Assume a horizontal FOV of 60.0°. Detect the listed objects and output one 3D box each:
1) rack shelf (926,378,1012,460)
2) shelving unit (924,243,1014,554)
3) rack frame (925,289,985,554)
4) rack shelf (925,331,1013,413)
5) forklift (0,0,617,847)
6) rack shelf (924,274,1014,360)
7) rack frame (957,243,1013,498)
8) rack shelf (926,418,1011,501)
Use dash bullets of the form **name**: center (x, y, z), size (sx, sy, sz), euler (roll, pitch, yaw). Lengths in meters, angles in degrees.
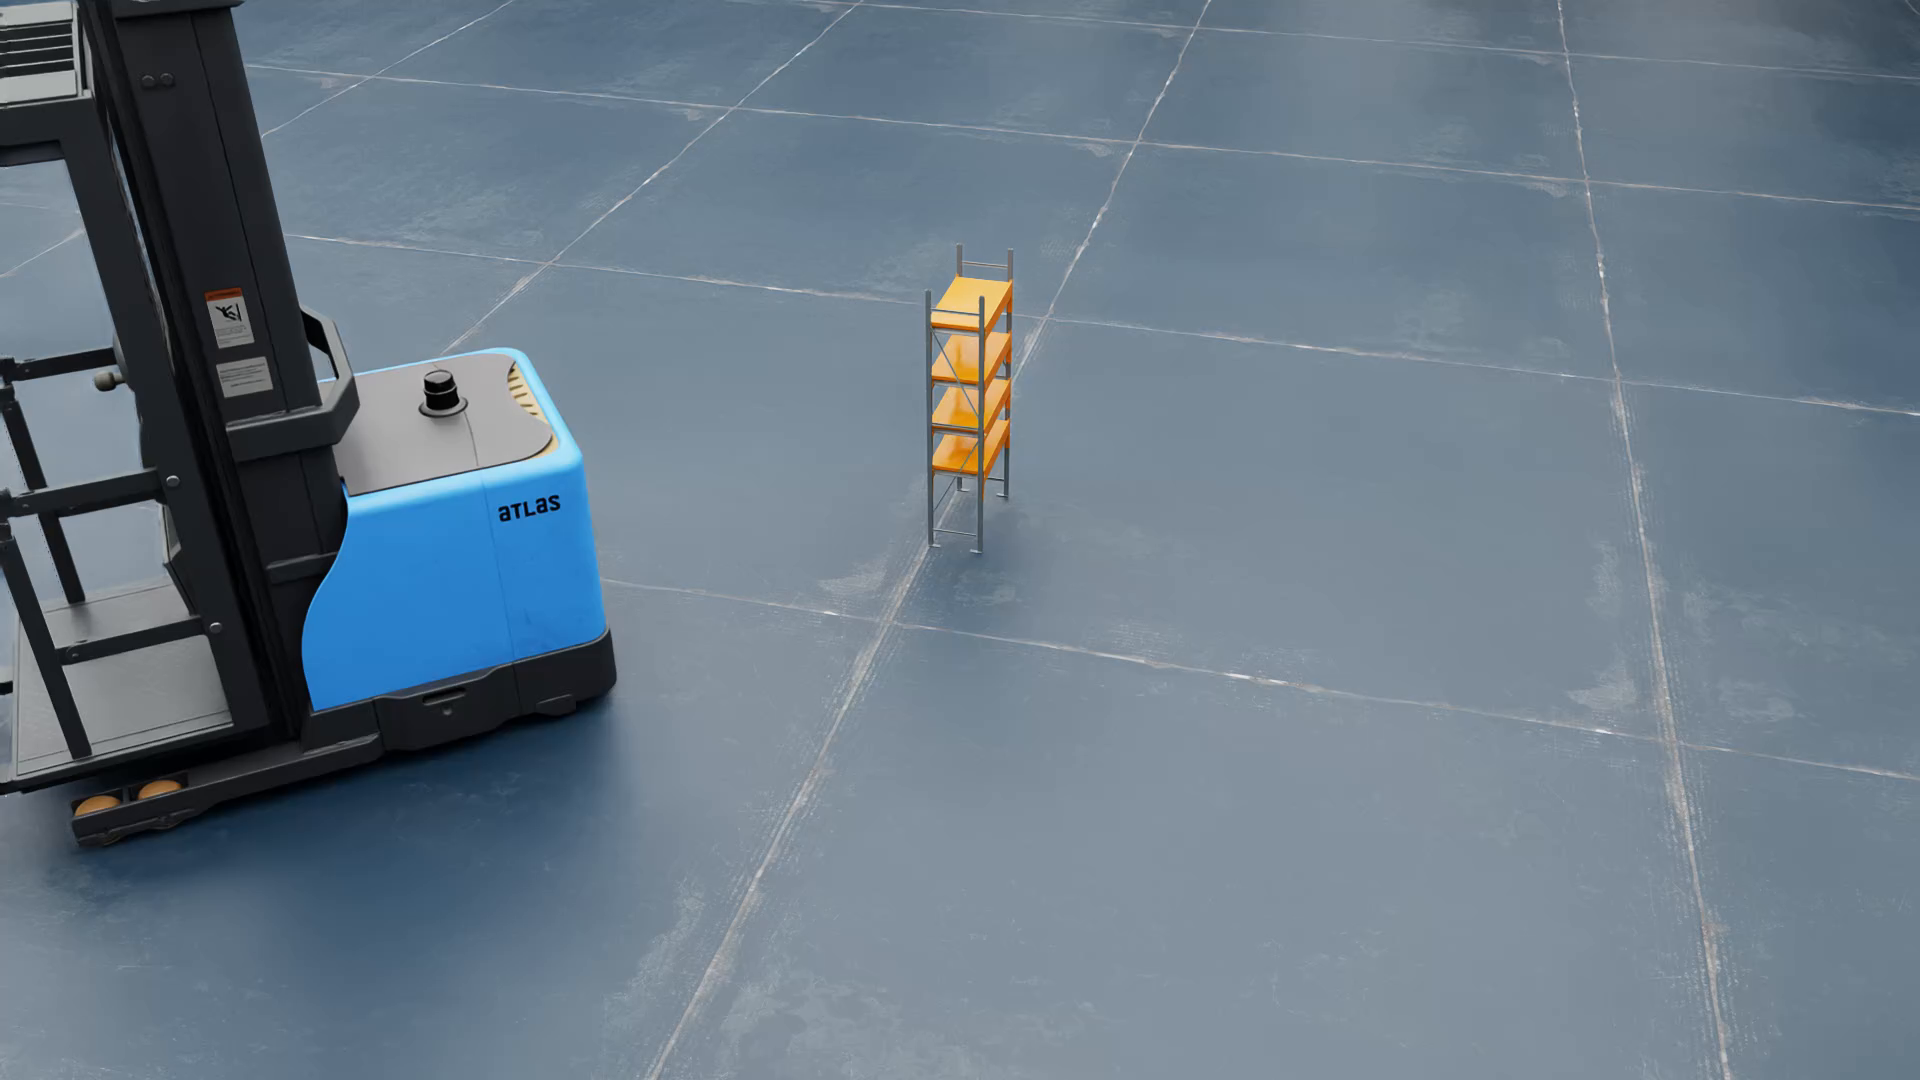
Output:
- **rack shelf**: center (0.042, -0.535, 7.099), size (0.258, 0.148, 0.480), euler (8, 33, 12)
- **shelving unit**: center (0.042, -0.592, 7.063), size (0.258, 1.200, 0.503), euler (8, 33, 12)
- **rack frame**: center (-0.020, -0.466, 6.864), size (0.240, 1.200, 0.015), euler (8, 33, 12)
- **rack shelf**: center (0.042, -0.724, 6.979), size (0.258, 0.148, 0.480), euler (8, 33, 12)
- **forklift**: center (-2.856, -0.527, 5.348), size (3.031, 2.935, 1.130), euler (-14, 35, -21)
- **rack shelf**: center (0.042, -0.924, 6.852), size (0.258, 0.148, 0.480), euler (8, 33, 12)
- **rack frame**: center (0.104, -0.719, 7.262), size (0.240, 1.200, 0.015), euler (8, 33, 12)
- **rack shelf**: center (0.042, -0.368, 7.206), size (0.258, 0.148, 0.480), euler (8, 33, 12)
